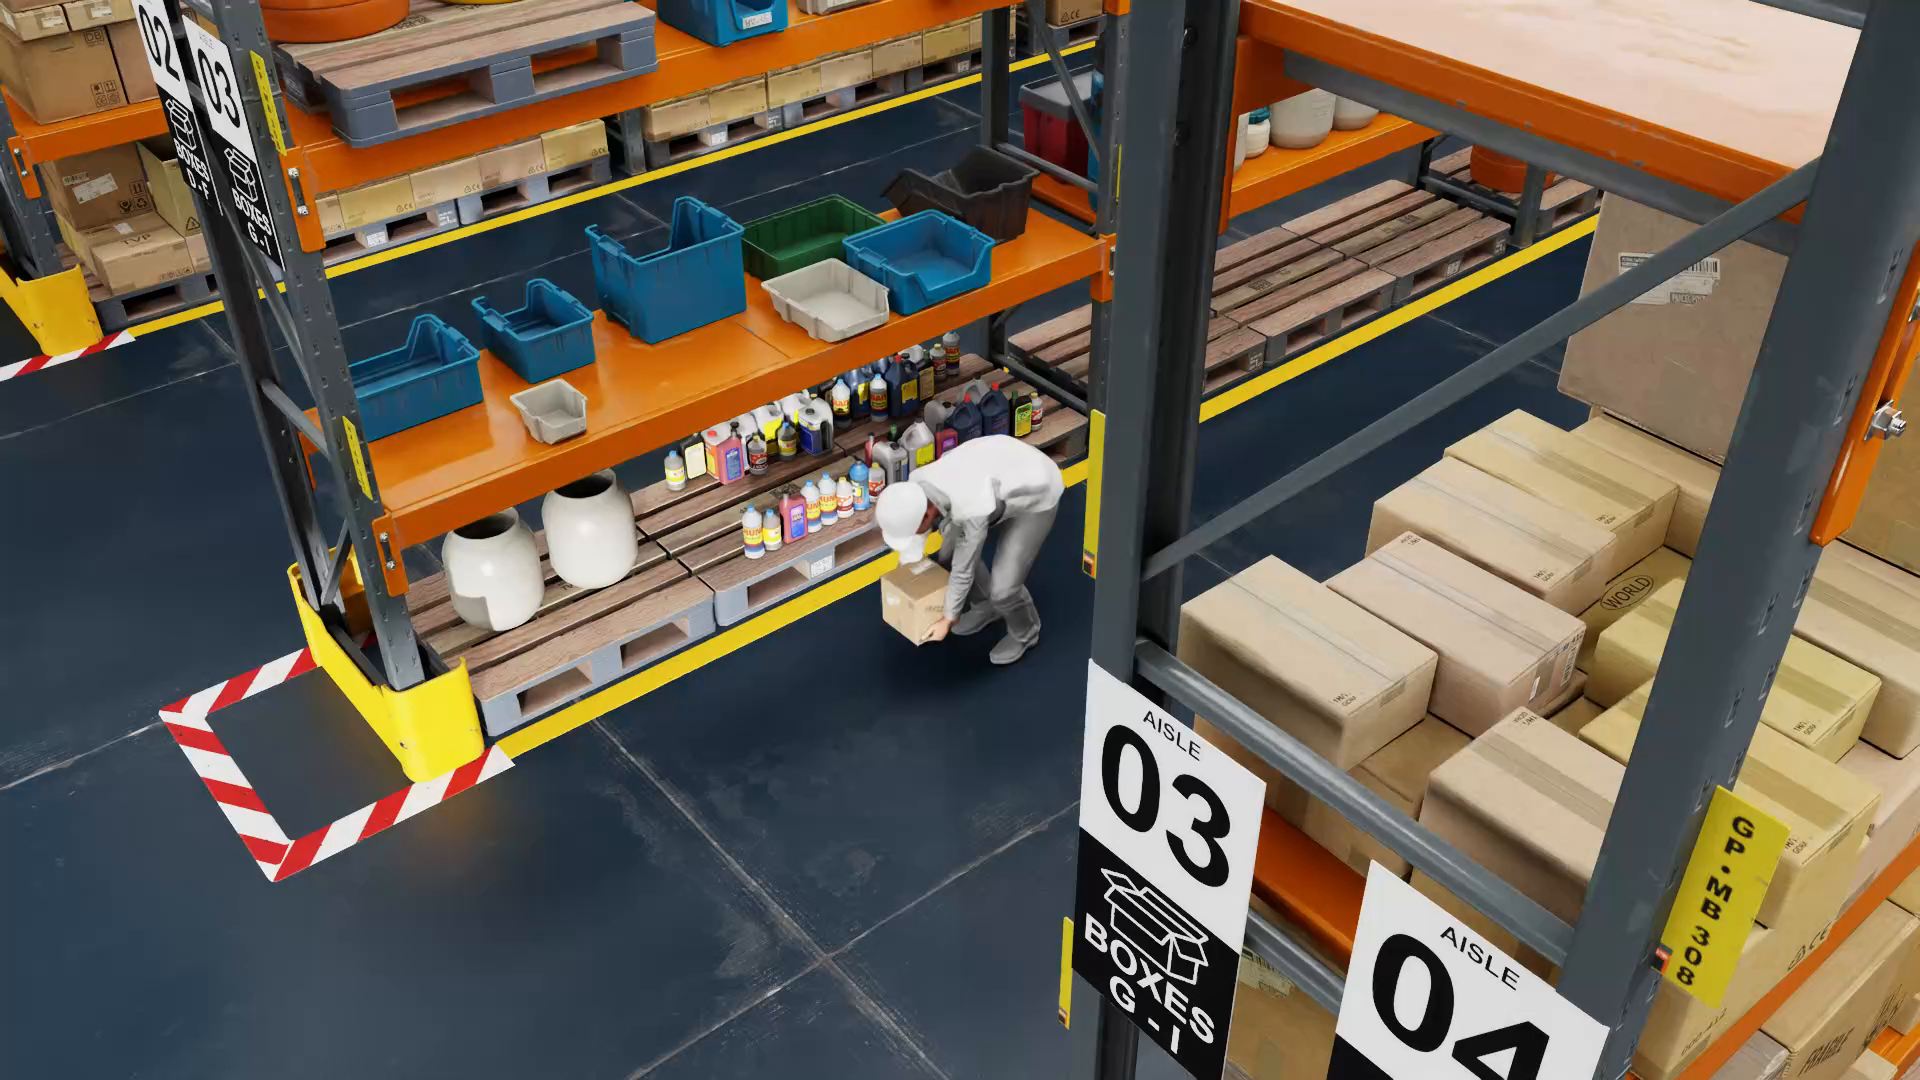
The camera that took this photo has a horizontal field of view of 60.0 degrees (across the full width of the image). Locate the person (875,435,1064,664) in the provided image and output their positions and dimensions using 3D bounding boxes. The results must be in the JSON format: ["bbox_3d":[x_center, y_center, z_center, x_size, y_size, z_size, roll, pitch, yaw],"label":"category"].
[{"bbox_3d":[0.020,0.086,7.487,0.979,1.132,0.496,-29,45,-34],"label":"person"}]
